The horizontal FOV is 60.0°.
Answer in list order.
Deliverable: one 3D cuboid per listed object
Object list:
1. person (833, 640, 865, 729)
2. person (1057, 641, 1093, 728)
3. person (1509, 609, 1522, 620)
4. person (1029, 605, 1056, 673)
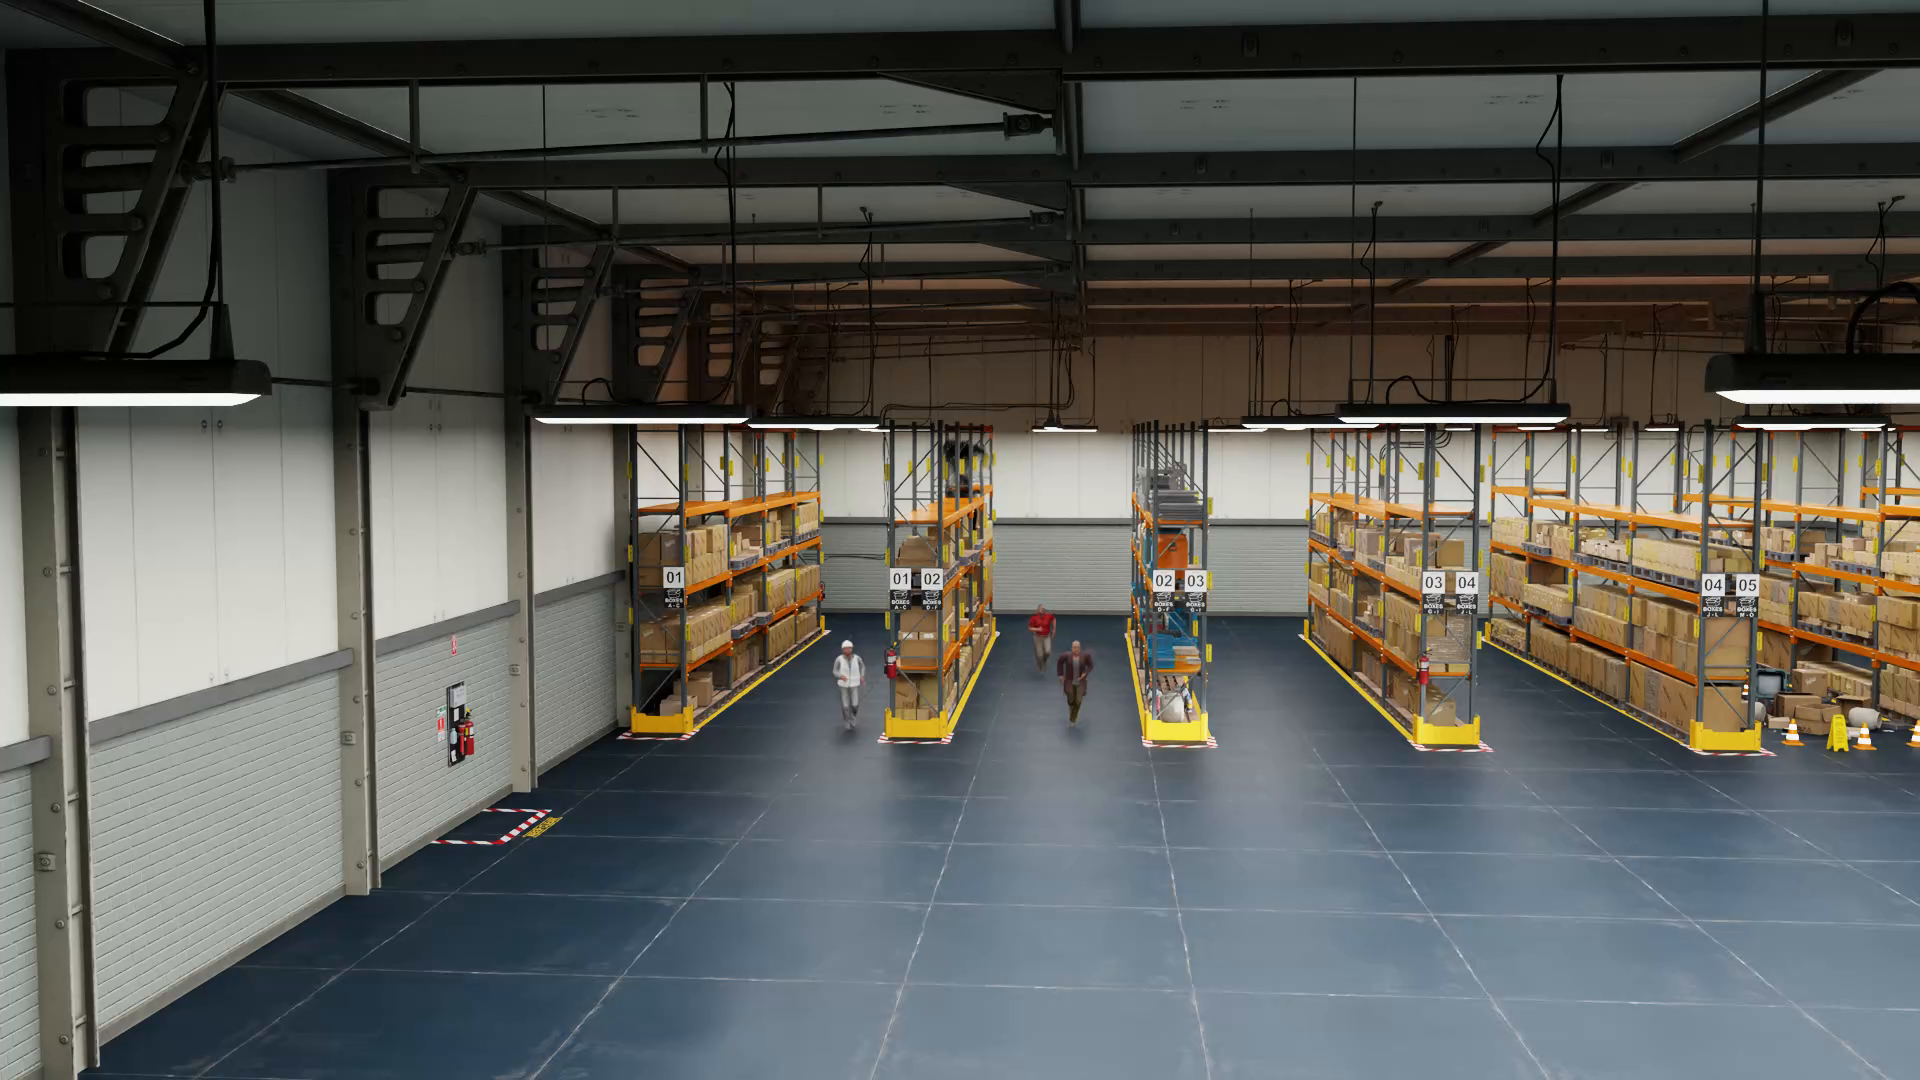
[{"bbox_3d":[-2.139,2.810,32.168,0.650,1.735,0.635,0,4,-8],"label":"person"},{"bbox_3d":[2.259,2.819,32.694,0.700,1.710,0.793,0,4,-3],"label":"person"},{"bbox_3d":[16.013,1.827,47.627,0.607,1.745,0.644,-1,4,-16],"label":"person"},{"bbox_3d":[1.974,2.367,39.561,0.704,1.677,0.767,-1,4,-9],"label":"person"}]
